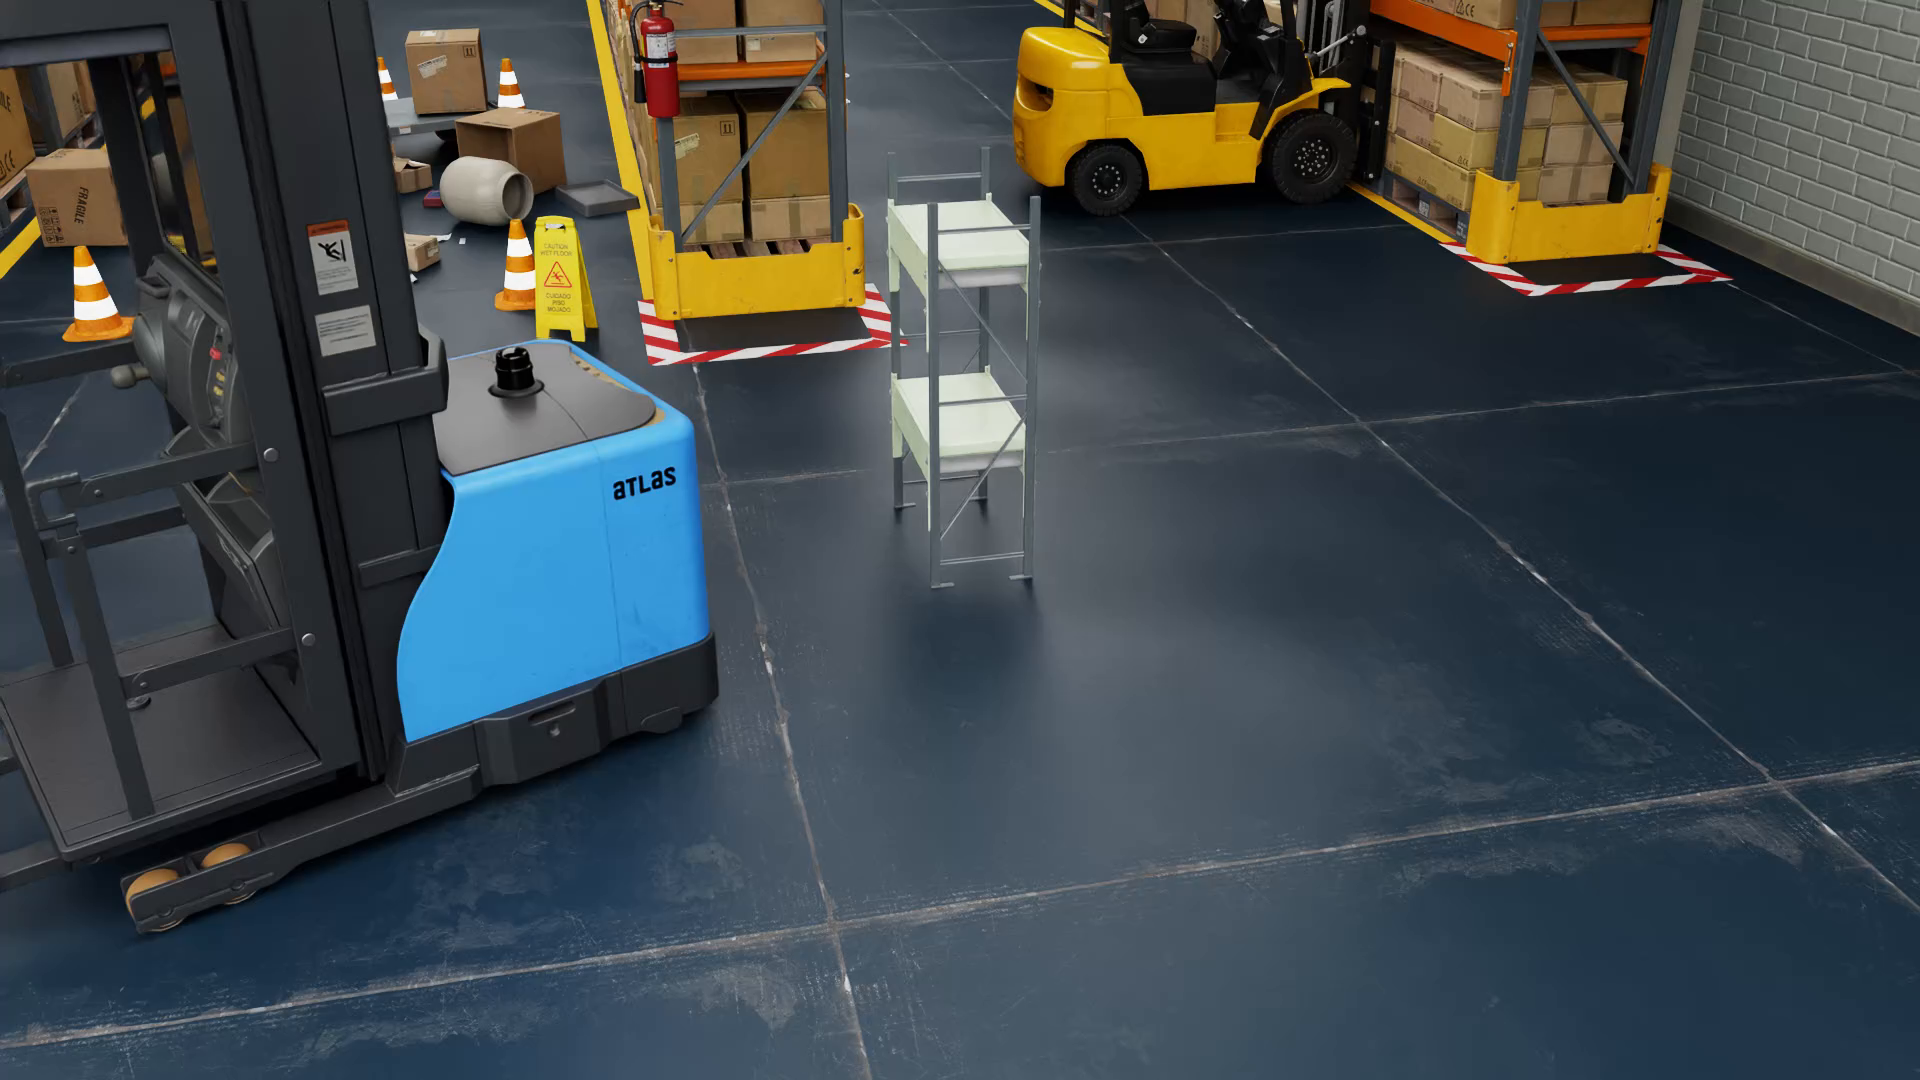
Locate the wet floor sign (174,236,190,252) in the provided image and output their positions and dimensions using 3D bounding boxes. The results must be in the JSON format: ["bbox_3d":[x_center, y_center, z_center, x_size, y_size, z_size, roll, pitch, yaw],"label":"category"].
[{"bbox_3d":[-3.977,-1.232,8.475,0.267,0.644,0.232,-11,29,-20],"label":"wet floor sign"}]

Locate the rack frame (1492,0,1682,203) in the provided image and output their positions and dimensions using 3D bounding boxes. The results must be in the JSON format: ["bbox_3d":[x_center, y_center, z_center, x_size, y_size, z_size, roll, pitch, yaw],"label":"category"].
[{"bbox_3d":[3.723,-3.148,9.657,1.000,3.000,0.127,-6,27,-12],"label":"rack frame"}]

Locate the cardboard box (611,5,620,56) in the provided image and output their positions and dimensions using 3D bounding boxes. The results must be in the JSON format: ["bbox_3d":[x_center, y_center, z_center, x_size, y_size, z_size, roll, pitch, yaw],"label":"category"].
[{"bbox_3d":[-2.624,-4.596,14.978,0.950,0.372,0.625,-6,27,-13],"label":"cardboard box"}]

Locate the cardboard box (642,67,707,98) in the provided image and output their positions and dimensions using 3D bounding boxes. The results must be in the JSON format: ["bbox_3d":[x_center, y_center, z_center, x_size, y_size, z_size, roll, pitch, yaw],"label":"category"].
[{"bbox_3d":[-1.695,-2.706,9.815,0.380,0.149,0.250,-5,27,-10],"label":"cardboard box"}]

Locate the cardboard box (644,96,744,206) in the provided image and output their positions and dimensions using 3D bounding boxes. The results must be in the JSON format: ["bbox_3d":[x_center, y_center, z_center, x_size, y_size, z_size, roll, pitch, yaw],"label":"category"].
[{"bbox_3d":[-1.547,-2.262,9.656,0.500,0.500,0.500,-6,27,-11],"label":"cardboard box"}]

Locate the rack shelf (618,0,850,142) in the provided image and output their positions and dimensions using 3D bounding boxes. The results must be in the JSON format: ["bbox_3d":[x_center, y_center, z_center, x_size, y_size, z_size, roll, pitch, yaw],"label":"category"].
[{"bbox_3d":[-1.563,-3.199,10.557,1.077,0.370,4.000,-6,27,-12],"label":"rack shelf"}]

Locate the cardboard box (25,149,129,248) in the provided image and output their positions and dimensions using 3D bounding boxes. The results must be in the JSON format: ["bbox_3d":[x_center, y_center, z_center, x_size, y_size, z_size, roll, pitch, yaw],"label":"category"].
[{"bbox_3d":[-5.464,-2.159,10.470,0.500,0.500,0.500,-1,27,-3],"label":"cardboard box"}]

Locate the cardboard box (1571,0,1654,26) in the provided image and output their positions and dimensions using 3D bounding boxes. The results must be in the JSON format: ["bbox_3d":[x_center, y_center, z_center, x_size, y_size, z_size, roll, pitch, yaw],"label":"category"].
[{"bbox_3d":[3.882,-3.438,10.122,0.500,0.500,0.500,-5,27,-10],"label":"cardboard box"}]

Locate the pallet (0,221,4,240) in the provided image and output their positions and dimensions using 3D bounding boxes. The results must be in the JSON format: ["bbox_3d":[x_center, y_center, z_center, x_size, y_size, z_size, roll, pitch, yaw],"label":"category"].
[{"bbox_3d":[-6.440,-1.728,9.939,1.003,0.211,1.213,-6,27,-12],"label":"pallet"}]

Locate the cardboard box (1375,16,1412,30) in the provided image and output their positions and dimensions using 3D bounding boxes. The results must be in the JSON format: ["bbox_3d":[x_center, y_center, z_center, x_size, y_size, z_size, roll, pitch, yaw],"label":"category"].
[{"bbox_3d":[3.350,-3.669,12.167,0.500,0.250,0.500,-6,27,-11],"label":"cardboard box"}]

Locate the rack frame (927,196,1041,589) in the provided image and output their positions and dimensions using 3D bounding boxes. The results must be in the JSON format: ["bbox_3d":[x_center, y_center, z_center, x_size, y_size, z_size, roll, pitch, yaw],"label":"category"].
[{"bbox_3d":[0.084,-0.506,6.088,0.400,1.500,0.023,-6,27,-12],"label":"rack frame"}]

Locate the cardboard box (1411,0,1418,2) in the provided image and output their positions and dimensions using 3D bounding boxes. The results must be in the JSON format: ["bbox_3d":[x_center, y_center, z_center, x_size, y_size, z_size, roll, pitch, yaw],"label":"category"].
[{"bbox_3d":[3.132,-3.835,10.909,0.500,0.500,0.500,-6,27,-13],"label":"cardboard box"}]

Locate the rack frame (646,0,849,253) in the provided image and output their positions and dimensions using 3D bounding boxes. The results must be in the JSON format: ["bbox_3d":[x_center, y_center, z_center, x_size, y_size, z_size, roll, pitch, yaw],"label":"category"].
[{"bbox_3d":[-1.112,-2.642,8.656,1.000,3.000,0.127,-6,27,-12],"label":"rack frame"}]

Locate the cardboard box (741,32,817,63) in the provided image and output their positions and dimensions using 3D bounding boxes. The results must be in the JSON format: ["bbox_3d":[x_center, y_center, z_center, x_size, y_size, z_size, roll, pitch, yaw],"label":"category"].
[{"bbox_3d":[-0.987,-2.700,9.049,0.380,0.149,0.250,-6,27,-11],"label":"cardboard box"}]

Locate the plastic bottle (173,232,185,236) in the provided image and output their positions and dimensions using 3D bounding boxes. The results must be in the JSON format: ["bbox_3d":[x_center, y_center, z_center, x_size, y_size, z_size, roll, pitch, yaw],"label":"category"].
[{"bbox_3d":[-5.021,-1.893,10.433,0.283,0.061,0.133,-16,31,-29],"label":"plastic bottle"}]

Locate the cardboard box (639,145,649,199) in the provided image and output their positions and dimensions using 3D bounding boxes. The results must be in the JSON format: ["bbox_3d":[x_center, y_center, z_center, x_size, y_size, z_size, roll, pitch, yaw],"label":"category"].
[{"bbox_3d":[-1.789,-2.387,10.736,0.500,0.250,0.500,-7,28,-13],"label":"cardboard box"}]

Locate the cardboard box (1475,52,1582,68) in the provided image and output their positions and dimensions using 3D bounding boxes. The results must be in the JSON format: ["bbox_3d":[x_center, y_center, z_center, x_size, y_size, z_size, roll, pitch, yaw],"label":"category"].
[{"bbox_3d":[3.683,-3.003,10.847,0.500,0.250,0.500,-6,27,-12],"label":"cardboard box"}]

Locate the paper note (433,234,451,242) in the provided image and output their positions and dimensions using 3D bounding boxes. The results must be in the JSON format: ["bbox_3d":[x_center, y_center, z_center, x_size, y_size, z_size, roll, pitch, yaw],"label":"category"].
[{"bbox_3d":[-3.310,-1.912,10.518,0.148,0.019,0.142,3,27,6],"label":"paper note"}]

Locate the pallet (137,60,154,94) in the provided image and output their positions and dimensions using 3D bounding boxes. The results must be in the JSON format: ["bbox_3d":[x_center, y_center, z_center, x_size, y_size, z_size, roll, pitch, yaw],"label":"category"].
[{"bbox_3d":[-7.611,-4.008,14.457,1.003,0.211,1.213,-6,27,-12],"label":"pallet"}]

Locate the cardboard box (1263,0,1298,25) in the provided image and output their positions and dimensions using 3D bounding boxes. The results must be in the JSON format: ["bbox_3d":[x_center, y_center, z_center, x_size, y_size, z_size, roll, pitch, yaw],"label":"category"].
[{"bbox_3d":[2.625,-4.066,12.952,0.500,0.250,0.500,-6,27,-12],"label":"cardboard box"}]

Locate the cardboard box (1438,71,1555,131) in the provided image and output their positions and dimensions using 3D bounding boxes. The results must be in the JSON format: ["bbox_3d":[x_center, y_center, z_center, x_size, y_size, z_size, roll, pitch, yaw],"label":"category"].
[{"bbox_3d":[3.315,-2.725,10.295,0.500,0.250,0.500,-5,27,-10],"label":"cardboard box"}]

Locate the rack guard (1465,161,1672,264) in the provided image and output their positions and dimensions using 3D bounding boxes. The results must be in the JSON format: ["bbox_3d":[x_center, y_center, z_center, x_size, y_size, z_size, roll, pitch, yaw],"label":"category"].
[{"bbox_3d":[3.728,-2.021,10.200,1.175,0.500,0.348,-6,27,-12],"label":"rack guard"}]

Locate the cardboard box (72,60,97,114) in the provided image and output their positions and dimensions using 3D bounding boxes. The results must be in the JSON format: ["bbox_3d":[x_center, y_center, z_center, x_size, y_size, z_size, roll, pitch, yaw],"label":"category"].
[{"bbox_3d":[-7.255,-3.721,12.825,1.050,0.750,0.750,-6,27,-12],"label":"cardboard box"}]

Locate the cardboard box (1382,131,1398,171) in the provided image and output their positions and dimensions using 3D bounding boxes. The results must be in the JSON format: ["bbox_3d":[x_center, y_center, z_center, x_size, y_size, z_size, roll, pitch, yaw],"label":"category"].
[{"bbox_3d":[3.102,-2.722,11.399,0.500,0.250,0.500,-6,27,-11],"label":"cardboard box"}]

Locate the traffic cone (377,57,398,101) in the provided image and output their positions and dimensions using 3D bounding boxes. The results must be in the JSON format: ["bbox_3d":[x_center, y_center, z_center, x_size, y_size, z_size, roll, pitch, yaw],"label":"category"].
[{"bbox_3d":[-4.697,-3.693,13.554,0.336,0.463,0.334,-6,27,-12],"label":"traffic cone"}]

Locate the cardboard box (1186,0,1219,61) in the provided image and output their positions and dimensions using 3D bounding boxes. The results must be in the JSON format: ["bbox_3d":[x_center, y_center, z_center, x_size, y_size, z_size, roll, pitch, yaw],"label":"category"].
[{"bbox_3d":[2.525,-4.600,14.705,0.875,0.625,0.625,-6,27,-12],"label":"cardboard box"}]

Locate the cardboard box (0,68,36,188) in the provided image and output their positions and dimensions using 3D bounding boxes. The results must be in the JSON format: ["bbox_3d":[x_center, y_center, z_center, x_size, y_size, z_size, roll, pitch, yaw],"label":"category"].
[{"bbox_3d":[-6.740,-2.807,10.874,0.875,0.875,0.875,-6,27,-11],"label":"cardboard box"}]

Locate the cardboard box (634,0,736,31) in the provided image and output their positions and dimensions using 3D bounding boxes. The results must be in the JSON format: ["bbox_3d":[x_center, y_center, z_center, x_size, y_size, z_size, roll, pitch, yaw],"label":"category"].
[{"bbox_3d":[-1.503,-3.030,8.983,0.500,0.500,0.500,-6,27,-13],"label":"cardboard box"}]

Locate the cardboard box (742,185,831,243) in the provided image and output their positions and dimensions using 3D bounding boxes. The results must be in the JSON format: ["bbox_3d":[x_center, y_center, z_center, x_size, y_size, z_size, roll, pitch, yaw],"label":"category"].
[{"bbox_3d":[-1.025,-1.984,9.938,0.500,0.250,0.500,-6,27,-12],"label":"cardboard box"}]

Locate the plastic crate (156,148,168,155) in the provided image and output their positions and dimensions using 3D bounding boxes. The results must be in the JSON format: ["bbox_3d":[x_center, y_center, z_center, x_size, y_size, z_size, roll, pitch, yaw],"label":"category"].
[{"bbox_3d":[-5.498,-2.678,11.784,0.450,0.188,0.662,-2,25,20],"label":"plastic crate"}]

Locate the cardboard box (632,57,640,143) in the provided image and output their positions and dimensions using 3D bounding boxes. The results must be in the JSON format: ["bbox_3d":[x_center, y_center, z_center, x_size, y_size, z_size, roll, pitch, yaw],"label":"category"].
[{"bbox_3d":[-1.897,-2.945,11.009,0.500,0.500,0.500,-5,27,-9],"label":"cardboard box"}]

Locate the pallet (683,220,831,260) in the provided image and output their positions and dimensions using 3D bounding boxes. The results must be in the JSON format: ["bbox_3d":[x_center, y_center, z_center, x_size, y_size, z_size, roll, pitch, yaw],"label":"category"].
[{"bbox_3d":[-1.278,-1.791,10.064,1.003,0.211,1.213,-6,27,-12],"label":"pallet"}]

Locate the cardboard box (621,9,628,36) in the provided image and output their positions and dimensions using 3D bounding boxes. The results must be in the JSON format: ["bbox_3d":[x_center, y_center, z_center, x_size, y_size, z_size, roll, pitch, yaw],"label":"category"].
[{"bbox_3d":[-2.174,-3.635,11.656,0.380,0.149,0.250,-6,27,-11],"label":"cardboard box"}]

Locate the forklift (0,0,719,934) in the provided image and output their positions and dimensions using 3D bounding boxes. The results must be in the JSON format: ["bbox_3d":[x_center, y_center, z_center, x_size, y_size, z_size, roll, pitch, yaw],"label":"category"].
[{"bbox_3d":[-2.290,-0.496,4.481,3.031,2.935,1.130,-19,32,-32],"label":"forklift"}]

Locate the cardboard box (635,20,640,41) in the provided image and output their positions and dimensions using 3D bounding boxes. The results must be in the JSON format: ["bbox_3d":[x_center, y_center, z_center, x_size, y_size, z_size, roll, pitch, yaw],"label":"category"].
[{"bbox_3d":[-1.695,-2.997,9.637,0.380,0.149,0.250,-5,27,-11],"label":"cardboard box"}]

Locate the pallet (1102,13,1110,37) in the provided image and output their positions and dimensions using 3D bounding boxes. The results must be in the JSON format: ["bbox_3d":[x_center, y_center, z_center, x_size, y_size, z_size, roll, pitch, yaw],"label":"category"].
[{"bbox_3d":[2.067,-5.049,16.520,1.003,0.211,1.213,-6,27,-12],"label":"pallet"}]

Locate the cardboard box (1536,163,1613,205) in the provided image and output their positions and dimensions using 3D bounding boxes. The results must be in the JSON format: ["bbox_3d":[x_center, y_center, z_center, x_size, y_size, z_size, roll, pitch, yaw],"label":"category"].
[{"bbox_3d":[3.803,-2.343,10.649,0.500,0.250,0.500,-6,27,-11],"label":"cardboard box"}]

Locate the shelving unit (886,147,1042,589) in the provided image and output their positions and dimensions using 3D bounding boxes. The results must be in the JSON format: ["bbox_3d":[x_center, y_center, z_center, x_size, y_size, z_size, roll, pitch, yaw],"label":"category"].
[{"bbox_3d":[0.002,-0.667,6.406,0.431,1.500,0.755,-6,27,-12],"label":"shelving unit"}]

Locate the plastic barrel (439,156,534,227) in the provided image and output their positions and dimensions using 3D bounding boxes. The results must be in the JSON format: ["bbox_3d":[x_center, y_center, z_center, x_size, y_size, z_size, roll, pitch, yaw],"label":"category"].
[{"bbox_3d":[-3.053,-2.245,10.728,0.512,0.421,0.421,13,30,24],"label":"plastic barrel"}]

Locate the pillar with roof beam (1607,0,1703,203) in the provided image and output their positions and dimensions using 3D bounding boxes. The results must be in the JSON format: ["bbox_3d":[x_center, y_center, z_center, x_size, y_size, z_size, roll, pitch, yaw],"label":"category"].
[{"bbox_3d":[0.250,-5.786,8.226,9.100,9.000,0.400,-6,27,-12],"label":"pillar with roof beam"}]

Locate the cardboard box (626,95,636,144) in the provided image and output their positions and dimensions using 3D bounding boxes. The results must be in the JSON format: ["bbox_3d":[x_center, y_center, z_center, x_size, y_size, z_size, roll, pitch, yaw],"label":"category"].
[{"bbox_3d":[-2.144,-3.072,12.092,0.500,0.250,0.500,-7,28,-14],"label":"cardboard box"}]

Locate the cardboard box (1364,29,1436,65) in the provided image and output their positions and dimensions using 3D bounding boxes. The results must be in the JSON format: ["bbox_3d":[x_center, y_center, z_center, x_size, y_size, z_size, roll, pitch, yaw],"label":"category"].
[{"bbox_3d":[2.964,-3.392,11.617,0.500,0.250,0.500,-7,28,-13],"label":"cardboard box"}]

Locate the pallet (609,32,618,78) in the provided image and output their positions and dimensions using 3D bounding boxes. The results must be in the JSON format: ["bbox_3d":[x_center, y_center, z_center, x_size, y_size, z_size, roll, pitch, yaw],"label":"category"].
[{"bbox_3d":[-2.741,-4.566,15.562,1.003,0.211,1.213,-6,27,-12],"label":"pallet"}]

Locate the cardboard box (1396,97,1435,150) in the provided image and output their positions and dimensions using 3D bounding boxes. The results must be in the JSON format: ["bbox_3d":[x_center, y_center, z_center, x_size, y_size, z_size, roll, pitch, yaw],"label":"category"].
[{"bbox_3d":[3.206,-2.734,10.869,0.500,0.250,0.500,-6,27,-12],"label":"cardboard box"}]
